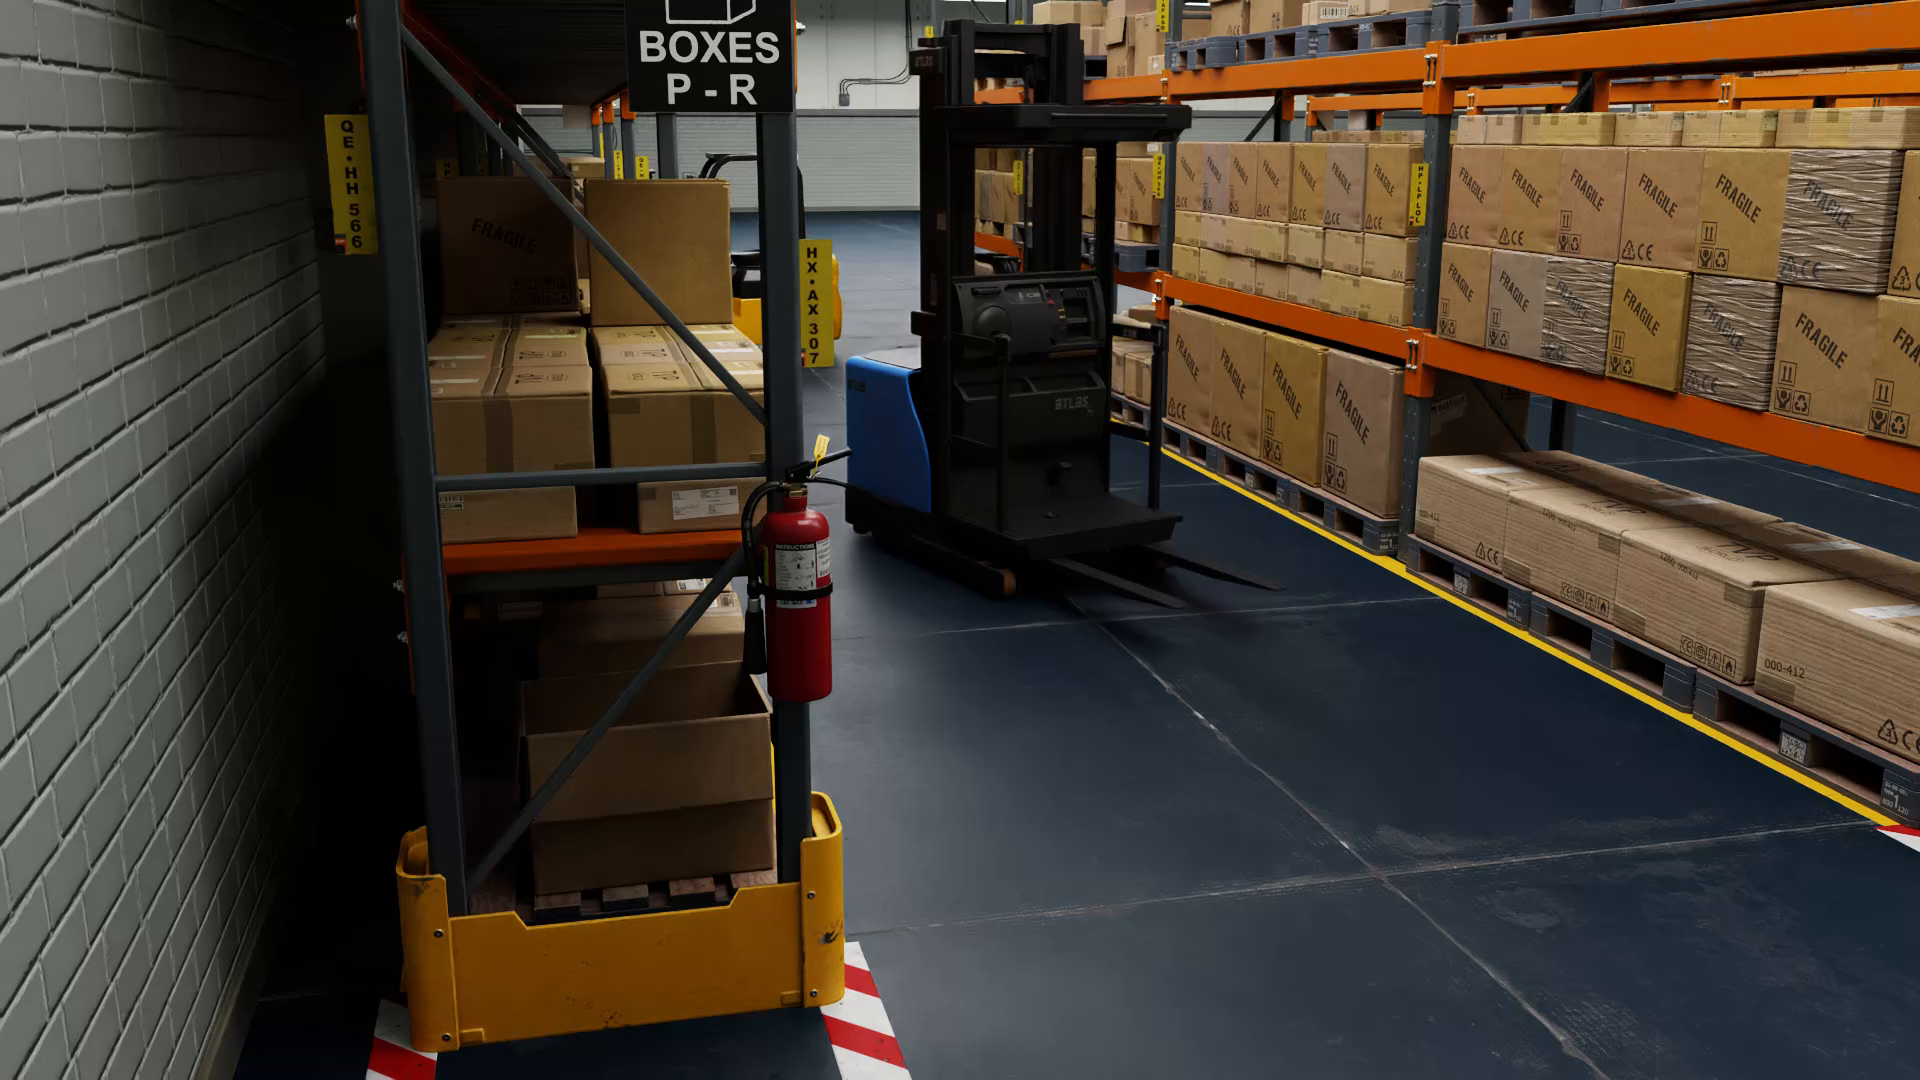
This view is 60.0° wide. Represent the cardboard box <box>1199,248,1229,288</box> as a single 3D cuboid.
[{"bbox_3d":[2.051,-1.961,11.950,0.500,0.250,0.500,-4,14,-15],"label":"cardboard box"}]

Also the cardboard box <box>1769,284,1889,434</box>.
[{"bbox_3d":[3.448,-0.694,6.239,0.500,0.500,0.500,-4,14,-14],"label":"cardboard box"}]

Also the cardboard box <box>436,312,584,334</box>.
[{"bbox_3d":[-1.623,-0.672,6.048,0.500,0.250,0.500,-3,14,-13],"label":"cardboard box"}]

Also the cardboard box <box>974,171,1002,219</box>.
[{"bbox_3d":[0.378,-3.839,18.481,0.500,0.500,0.500,-4,14,-14],"label":"cardboard box"}]

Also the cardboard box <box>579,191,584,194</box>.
[{"bbox_3d":[-2.218,-1.889,10.235,0.797,0.503,0.637,-4,14,-14],"label":"cardboard box"}]

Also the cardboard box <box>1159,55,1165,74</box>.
[{"bbox_3d":[1.764,-3.674,12.855,0.380,0.149,0.250,-3,14,-13],"label":"cardboard box"}]

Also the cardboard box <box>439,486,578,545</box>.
[{"bbox_3d":[-1.241,-0.095,4.524,0.380,0.149,0.250,-3,14,-14],"label":"cardboard box"}]

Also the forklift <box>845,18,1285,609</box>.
[{"bbox_3d":[0.500,-1.240,8.828,1.130,2.935,3.031,-8,16,-30],"label":"forklift"}]

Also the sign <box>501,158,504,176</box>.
[{"bbox_3d":[-4.260,-3.351,15.333,0.100,0.325,0.005,-3,14,-13],"label":"sign"}]

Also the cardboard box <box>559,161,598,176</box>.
[{"bbox_3d":[-3.674,-3.576,16.040,0.380,0.149,0.250,-3,14,-12],"label":"cardboard box"}]

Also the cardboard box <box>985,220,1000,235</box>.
[{"bbox_3d":[0.490,-3.370,17.932,0.380,0.149,0.250,-3,14,-14],"label":"cardboard box"}]

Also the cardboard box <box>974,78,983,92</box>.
[{"bbox_3d":[0.335,-5.008,18.314,0.380,0.149,0.250,-4,14,-15],"label":"cardboard box"}]

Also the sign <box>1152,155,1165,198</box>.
[{"bbox_3d":[1.517,-2.770,12.671,0.100,0.325,0.005,-3,14,-13],"label":"sign"}]

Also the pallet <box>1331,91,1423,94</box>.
[{"bbox_3d":[5.136,-5.667,20.667,1.003,0.211,1.213,-3,14,-13],"label":"pallet"}]

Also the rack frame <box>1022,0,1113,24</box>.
[{"bbox_3d":[1.103,-6.115,15.997,1.000,3.000,0.127,-3,14,-13],"label":"rack frame"}]

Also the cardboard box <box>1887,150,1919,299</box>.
[{"bbox_3d":[3.577,-1.065,5.648,0.500,0.500,0.500,-3,14,-11],"label":"cardboard box"}]

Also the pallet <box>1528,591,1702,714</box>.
[{"bbox_3d":[3.375,0.461,7.596,1.003,0.211,1.213,-3,14,-13],"label":"pallet"}]

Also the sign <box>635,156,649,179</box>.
[{"bbox_3d":[-2.256,-2.557,11.801,0.100,0.325,0.005,-3,14,-13],"label":"sign"}]

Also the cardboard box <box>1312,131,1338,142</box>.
[{"bbox_3d":[5.001,-4.933,21.206,0.875,0.550,0.550,-3,14,-13],"label":"cardboard box"}]

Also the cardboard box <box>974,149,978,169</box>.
[{"bbox_3d":[0.496,-4.697,19.888,0.700,0.500,0.500,-4,14,-15],"label":"cardboard box"}]

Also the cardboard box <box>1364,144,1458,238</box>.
[{"bbox_3d":[2.633,-1.979,9.389,0.500,0.500,0.500,-3,14,-11],"label":"cardboard box"}]

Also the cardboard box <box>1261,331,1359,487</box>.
[{"bbox_3d":[2.539,-0.874,10.776,0.875,0.875,0.875,-3,14,-12],"label":"cardboard box"}]

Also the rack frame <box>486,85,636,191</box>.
[{"bbox_3d":[-2.781,-2.001,11.796,1.000,3.000,0.127,-3,14,-13],"label":"rack frame"}]

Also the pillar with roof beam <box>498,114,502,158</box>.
[{"bbox_3d":[-2.597,-8.174,24.423,9.100,9.000,0.400,-3,14,-13],"label":"pillar with roof beam"}]

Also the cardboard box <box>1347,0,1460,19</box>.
[{"bbox_3d":[2.571,-3.165,9.544,0.500,0.311,0.500,-3,14,-13],"label":"cardboard box"}]

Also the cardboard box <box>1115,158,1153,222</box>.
[{"bbox_3d":[1.534,-2.883,13.687,0.500,0.500,0.500,-4,14,-14],"label":"cardboard box"}]

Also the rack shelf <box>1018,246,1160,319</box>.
[{"bbox_3d":[1.573,-2.390,14.906,1.077,0.370,4.000,-3,14,-13],"label":"rack shelf"}]

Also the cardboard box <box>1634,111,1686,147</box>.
[{"bbox_3d":[3.143,-1.765,7.148,0.380,0.149,0.250,-3,14,-13],"label":"cardboard box"}]

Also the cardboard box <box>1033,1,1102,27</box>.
[{"bbox_3d":[0.978,-4.761,15.150,0.500,0.250,0.500,-4,14,-14],"label":"cardboard box"}]

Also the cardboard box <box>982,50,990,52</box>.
[{"bbox_3d":[0.446,-5.280,17.748,0.380,0.149,0.250,-3,14,-13],"label":"cardboard box"}]

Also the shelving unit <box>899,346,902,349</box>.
[{"bbox_3d":[-0.293,-0.683,10.506,0.215,1.050,0.252,1,13,3],"label":"shelving unit"}]

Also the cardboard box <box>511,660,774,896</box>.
[{"bbox_3d":[-0.954,0.707,5.088,0.797,0.503,0.637,-4,14,-15],"label":"cardboard box"}]

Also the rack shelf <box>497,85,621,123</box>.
[{"bbox_3d":[-3.251,-3.570,13.414,1.077,0.370,4.000,-3,14,-13],"label":"rack shelf"}]

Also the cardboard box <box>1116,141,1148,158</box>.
[{"bbox_3d":[1.384,-3.352,14.239,0.380,0.149,0.250,-4,14,-16],"label":"cardboard box"}]

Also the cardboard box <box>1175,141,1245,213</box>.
[{"bbox_3d":[1.921,-2.685,12.280,0.500,0.500,0.500,-4,14,-15],"label":"cardboard box"}]

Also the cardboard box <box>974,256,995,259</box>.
[{"bbox_3d":[0.218,-3.029,19.334,0.500,0.500,0.500,-4,14,-15],"label":"cardboard box"}]

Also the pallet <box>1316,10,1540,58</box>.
[{"bbox_3d":[2.719,-2.928,9.676,0.805,0.209,1.217,-4,14,-15],"label":"pallet"}]

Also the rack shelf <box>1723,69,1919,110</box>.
[{"bbox_3d":[7.300,-3.224,11.998,1.077,0.370,4.000,-3,14,-13],"label":"rack shelf"}]

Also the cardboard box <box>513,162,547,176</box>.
[{"bbox_3d":[-4.089,-3.488,15.681,0.380,0.149,0.250,-3,14,-13],"label":"cardboard box"}]

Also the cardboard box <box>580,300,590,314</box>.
[{"bbox_3d":[-1.249,-0.815,6.633,0.500,0.250,0.500,-3,14,-14],"label":"cardboard box"}]

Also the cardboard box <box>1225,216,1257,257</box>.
[{"bbox_3d":[2.147,-2.083,11.394,0.500,0.250,0.500,-3,14,-13],"label":"cardboard box"}]

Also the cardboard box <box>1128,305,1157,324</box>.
[{"bbox_3d":[2.174,-2.311,18.328,0.500,0.500,0.500,7,15,26],"label":"cardboard box"}]

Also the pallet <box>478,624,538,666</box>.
[{"bbox_3d":[-1.682,0.435,7.701,1.003,0.211,1.213,-3,14,-13],"label":"pallet"}]

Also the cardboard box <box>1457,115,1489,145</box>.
[{"bbox_3d":[2.804,-2.118,8.590,0.380,0.149,0.250,-3,14,-14],"label":"cardboard box"}]

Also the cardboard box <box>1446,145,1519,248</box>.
[{"bbox_3d":[2.858,-1.766,8.520,0.500,0.500,0.500,-3,14,-13],"label":"cardboard box"}]

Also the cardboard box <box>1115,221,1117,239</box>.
[{"bbox_3d":[1.450,-2.595,13.872,0.380,0.149,0.250,-4,14,-16],"label":"cardboard box"}]

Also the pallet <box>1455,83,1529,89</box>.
[{"bbox_3d":[5.709,-5.104,18.363,1.003,0.211,1.213,-3,14,-13],"label":"pallet"}]

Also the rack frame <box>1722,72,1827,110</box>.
[{"bbox_3d":[6.830,-2.577,14.157,1.000,3.000,0.127,-3,14,-13],"label":"rack frame"}]

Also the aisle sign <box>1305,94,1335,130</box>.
[{"bbox_3d":[4.643,-5.686,21.401,0.394,0.787,0.004,-3,14,-13],"label":"aisle sign"}]

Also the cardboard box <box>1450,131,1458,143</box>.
[{"bbox_3d":[5.838,-4.185,18.144,0.875,0.550,0.550,-3,14,-13],"label":"cardboard box"}]

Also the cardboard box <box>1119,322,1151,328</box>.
[{"bbox_3d":[1.401,-1.842,15.798,0.950,0.372,0.625,-2,14,-10],"label":"cardboard box"}]
